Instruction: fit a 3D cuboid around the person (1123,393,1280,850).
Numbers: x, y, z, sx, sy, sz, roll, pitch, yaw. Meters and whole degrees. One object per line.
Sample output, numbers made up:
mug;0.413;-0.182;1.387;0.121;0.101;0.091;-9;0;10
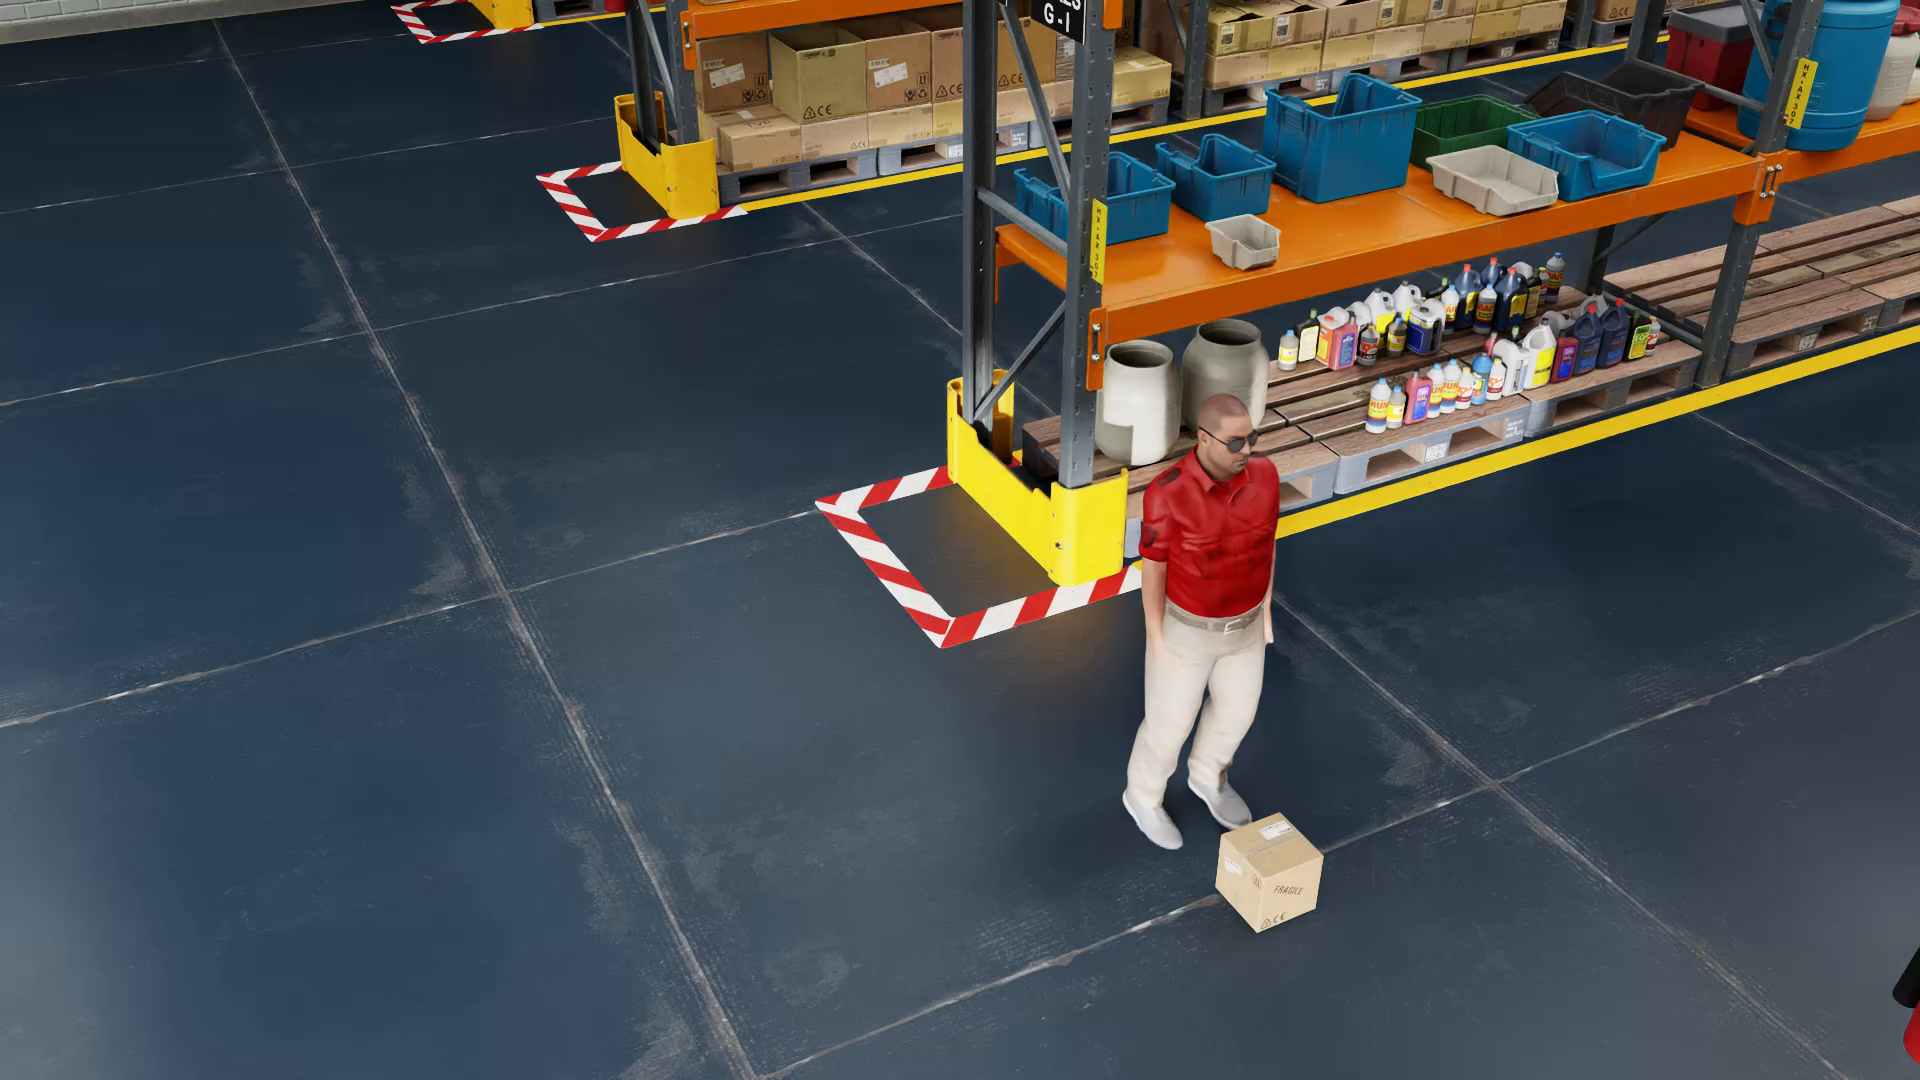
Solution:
person;0.865;0.303;5.718;0.526;1.746;0.360;-15;36;-22
